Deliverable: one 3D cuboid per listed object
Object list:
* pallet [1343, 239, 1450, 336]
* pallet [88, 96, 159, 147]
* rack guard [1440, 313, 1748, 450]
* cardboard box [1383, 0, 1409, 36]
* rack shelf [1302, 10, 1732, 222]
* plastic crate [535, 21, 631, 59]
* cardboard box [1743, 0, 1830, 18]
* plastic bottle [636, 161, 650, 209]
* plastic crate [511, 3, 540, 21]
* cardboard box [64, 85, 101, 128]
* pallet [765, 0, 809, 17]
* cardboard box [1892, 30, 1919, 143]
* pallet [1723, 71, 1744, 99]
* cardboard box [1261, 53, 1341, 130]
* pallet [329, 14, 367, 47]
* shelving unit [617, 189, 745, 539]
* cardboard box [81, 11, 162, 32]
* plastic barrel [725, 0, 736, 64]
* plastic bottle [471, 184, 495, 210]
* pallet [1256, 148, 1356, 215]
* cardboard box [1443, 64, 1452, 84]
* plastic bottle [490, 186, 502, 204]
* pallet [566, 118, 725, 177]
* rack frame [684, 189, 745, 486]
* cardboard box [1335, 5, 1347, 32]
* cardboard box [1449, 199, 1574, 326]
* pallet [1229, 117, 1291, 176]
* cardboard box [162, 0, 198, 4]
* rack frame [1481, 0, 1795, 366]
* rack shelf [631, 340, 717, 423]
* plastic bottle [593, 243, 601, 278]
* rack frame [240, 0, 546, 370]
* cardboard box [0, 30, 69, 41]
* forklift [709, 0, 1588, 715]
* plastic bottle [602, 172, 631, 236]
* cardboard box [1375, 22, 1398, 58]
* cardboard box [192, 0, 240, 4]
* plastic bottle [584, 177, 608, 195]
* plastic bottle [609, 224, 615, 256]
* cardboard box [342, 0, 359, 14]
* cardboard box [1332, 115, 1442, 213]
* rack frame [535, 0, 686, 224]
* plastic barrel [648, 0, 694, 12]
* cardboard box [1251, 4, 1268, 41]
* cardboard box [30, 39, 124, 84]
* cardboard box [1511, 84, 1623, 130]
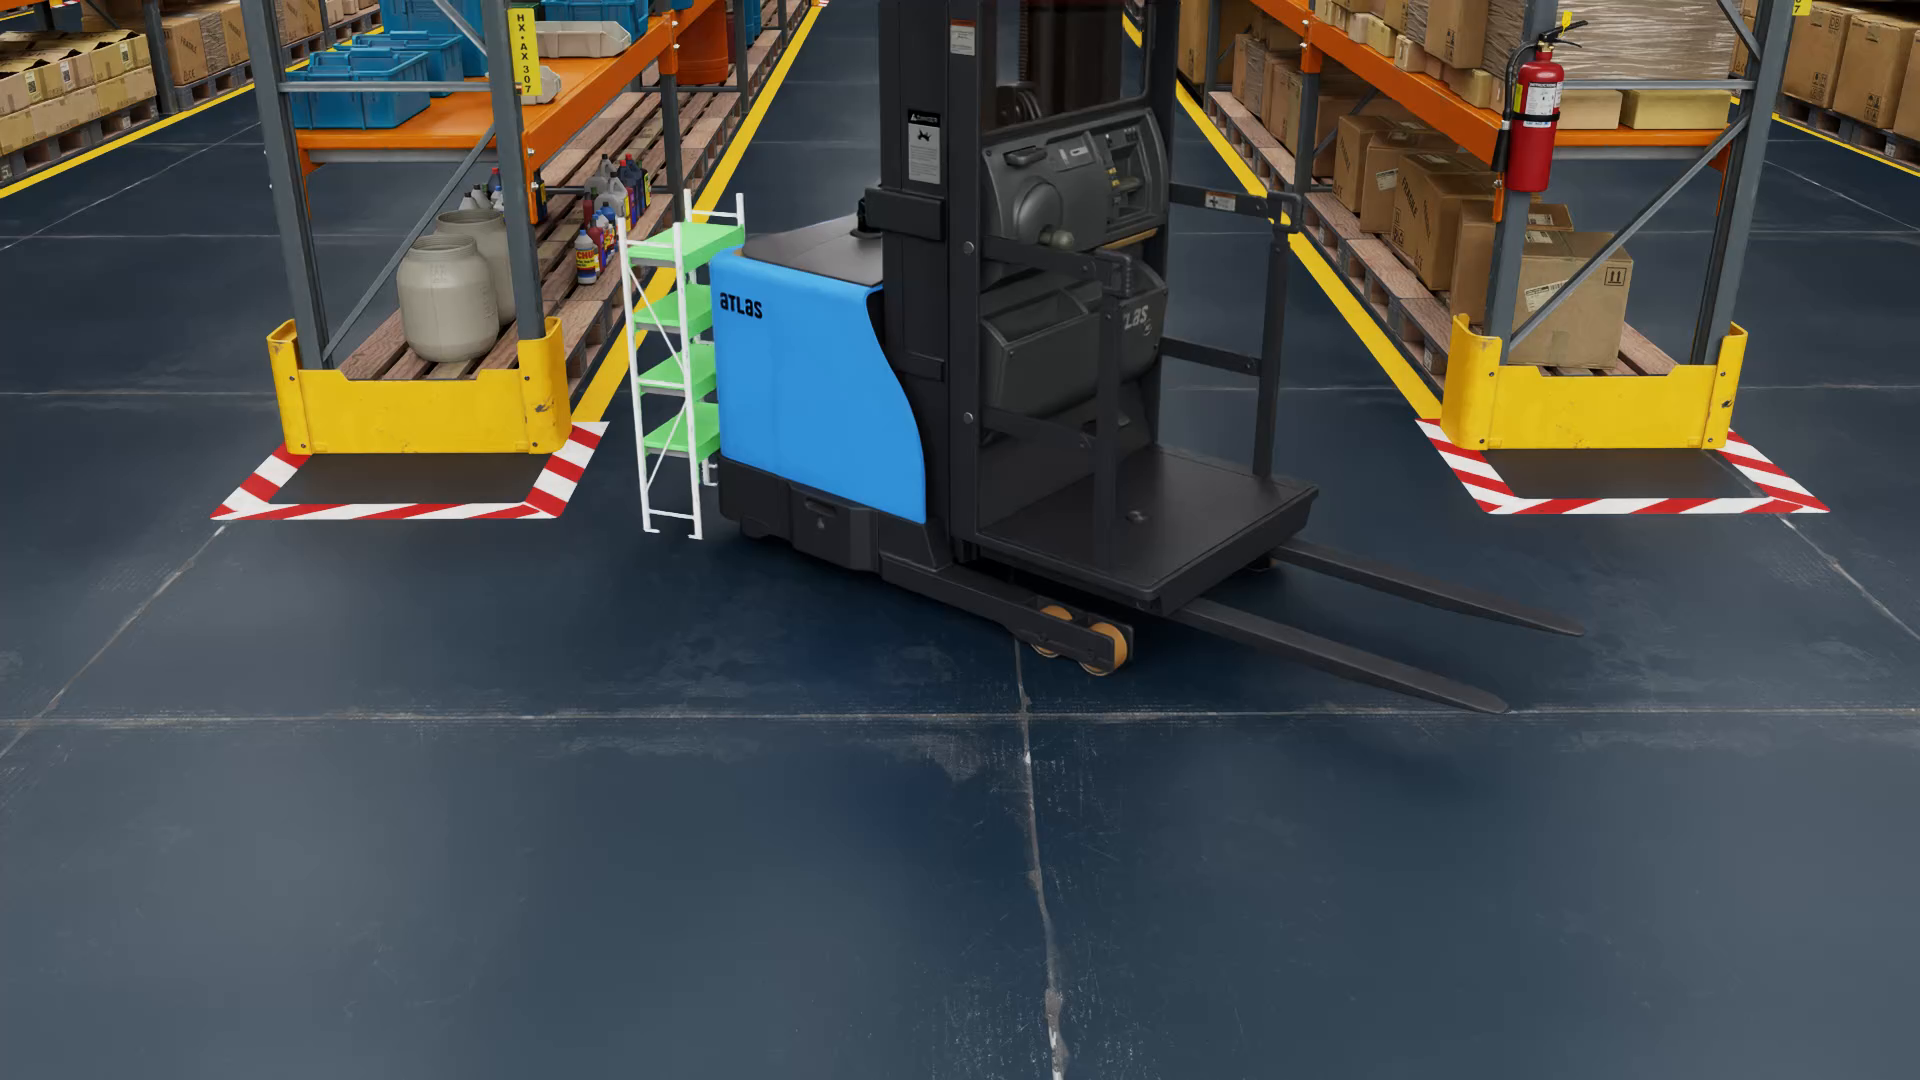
[{"bbox_3d":[2.725,-1.390,9.068,1.003,0.211,1.213,0,24,-1],"label":"pallet"},{"bbox_3d":[-7.313,-3.437,13.593,1.003,0.211,1.213,0,24,-1],"label":"pallet"},{"bbox_3d":[2.709,-0.686,7.159,1.175,0.500,0.348,0,24,-1],"label":"rack guard"},{"bbox_3d":[2.650,-2.819,8.360,0.875,0.500,0.500,0,24,-1],"label":"cardboard box"},{"bbox_3d":[2.688,-2.290,8.545,1.077,0.370,4.000,0,24,-1],"label":"rack shelf"},{"bbox_3d":[-2.015,-2.631,8.748,0.530,0.136,0.437,0,24,-1],"label":"plastic crate"},{"bbox_3d":[7.314,-4.745,14.716,0.500,0.250,0.500,-1,24,-2],"label":"cardboard box"},{"bbox_3d":[-1.951,-2.185,10.204,0.061,0.283,0.133,1,24,2],"label":"plastic bottle"},{"bbox_3d":[-2.554,-2.762,8.974,0.450,0.188,0.662,0,24,-1],"label":"plastic crate"},{"bbox_3d":[-7.022,-3.350,12.844,0.500,0.250,0.500,0,24,1],"label":"cardboard box"},{"bbox_3d":[-2.447,-6.753,20.926,1.003,0.211,1.213,0,24,-1],"label":"pallet"},{"bbox_3d":[7.524,-3.241,11.997,1.050,0.750,0.750,0,24,-1],"label":"cardboard box"},{"bbox_3d":[7.576,-4.122,15.108,1.003,0.211,1.213,0,24,-1],"label":"pallet"},{"bbox_3d":[2.682,-3.413,12.656,0.700,0.500,0.500,2,24,4],"label":"cardboard box"},{"bbox_3d":[-7.333,-5.707,18.613,1.003,0.211,1.213,0,24,-1],"label":"pallet"},{"bbox_3d":[-1.005,-0.663,6.259,0.258,1.200,0.503,8,26,18],"label":"shelving unit"},{"bbox_3d":[-7.528,-4.493,15.043,0.500,0.500,0.500,1,24,2],"label":"cardboard box"},{"bbox_3d":[-2.365,-4.827,15.699,0.600,0.588,0.708,0,24,-1],"label":"plastic barrel"},{"bbox_3d":[-2.686,-1.825,9.327,0.144,0.351,0.185,0,24,-1],"label":"plastic bottle"},{"bbox_3d":[2.656,-2.492,11.503,1.003,0.211,1.213,0,24,-1],"label":"pallet"},{"bbox_3d":[2.495,-2.207,7.796,0.380,0.149,0.250,0,24,-1],"label":"cardboard box"},{"bbox_3d":[-2.652,-1.904,9.597,0.097,0.271,0.097,0,24,0],"label":"plastic bottle"},{"bbox_3d":[-2.350,-2.976,12.574,1.003,0.211,1.213,0,24,-1],"label":"pallet"},{"bbox_3d":[-0.924,-0.757,6.468,0.240,1.200,0.015,8,26,18],"label":"rack frame"},{"bbox_3d":[2.388,-3.031,9.617,0.380,0.149,0.250,0,24,-1],"label":"cardboard box"},{"bbox_3d":[2.679,-1.349,8.117,0.500,0.500,0.500,6,25,13],"label":"cardboard box"},{"bbox_3d":[2.640,-2.996,12.618,1.003,0.211,1.213,0,24,-1],"label":"pallet"},{"bbox_3d":[-7.548,-5.279,15.872,0.500,0.250,0.500,-1,24,-2],"label":"cardboard box"},{"bbox_3d":[2.710,-1.793,6.575,1.000,3.000,0.127,0,24,-1],"label":"rack frame"},{"bbox_3d":[-1.005,-0.604,6.285,0.258,0.148,0.480,8,26,18],"label":"rack shelf"},{"bbox_3d":[-1.952,-1.488,8.761,0.097,0.201,0.097,0,24,0],"label":"plastic bottle"},{"bbox_3d":[-2.243,-1.771,6.526,1.000,3.000,0.127,0,24,-1],"label":"rack frame"},{"bbox_3d":[-7.571,-4.024,13.653,0.500,0.311,0.500,1,24,1],"label":"cardboard box"},{"bbox_3d":[0.549,-1.149,5.234,3.031,2.935,1.130,19,30,35],"label":"forklift"},{"bbox_3d":[-1.986,-1.937,9.572,0.144,0.351,0.185,0,24,-1],"label":"plastic bottle"},{"bbox_3d":[2.397,-2.619,8.706,0.380,0.149,0.250,0,24,-1],"label":"cardboard box"},{"bbox_3d":[-7.025,-4.935,16.020,0.500,0.500,0.500,-1,24,-2],"label":"cardboard box"},{"bbox_3d":[-2.137,-2.025,9.858,0.152,0.276,0.135,0,24,-1],"label":"plastic bottle"},{"bbox_3d":[-1.957,-1.668,9.160,0.097,0.201,0.097,0,24,0],"label":"plastic bottle"},{"bbox_3d":[-7.135,-6.135,19.079,0.380,0.166,0.250,0,24,-1],"label":"cardboard box"},{"bbox_3d":[2.631,-2.329,10.283,0.500,0.500,0.500,-1,24,-2],"label":"cardboard box"},{"bbox_3d":[-2.286,-3.419,10.170,1.000,3.000,0.127,0,24,-1],"label":"rack frame"},{"bbox_3d":[-1.988,-3.808,10.422,0.600,0.901,0.708,0,24,-1],"label":"plastic barrel"},{"bbox_3d":[2.660,-4.217,13.524,0.500,0.250,0.500,1,24,2],"label":"cardboard box"},{"bbox_3d":[-7.019,-3.812,13.185,0.500,0.311,0.500,-1,24,-1],"label":"cardboard box"},{"bbox_3d":[2.500,-1.795,6.884,0.380,0.149,0.250,0,24,-1],"label":"cardboard box"}]
